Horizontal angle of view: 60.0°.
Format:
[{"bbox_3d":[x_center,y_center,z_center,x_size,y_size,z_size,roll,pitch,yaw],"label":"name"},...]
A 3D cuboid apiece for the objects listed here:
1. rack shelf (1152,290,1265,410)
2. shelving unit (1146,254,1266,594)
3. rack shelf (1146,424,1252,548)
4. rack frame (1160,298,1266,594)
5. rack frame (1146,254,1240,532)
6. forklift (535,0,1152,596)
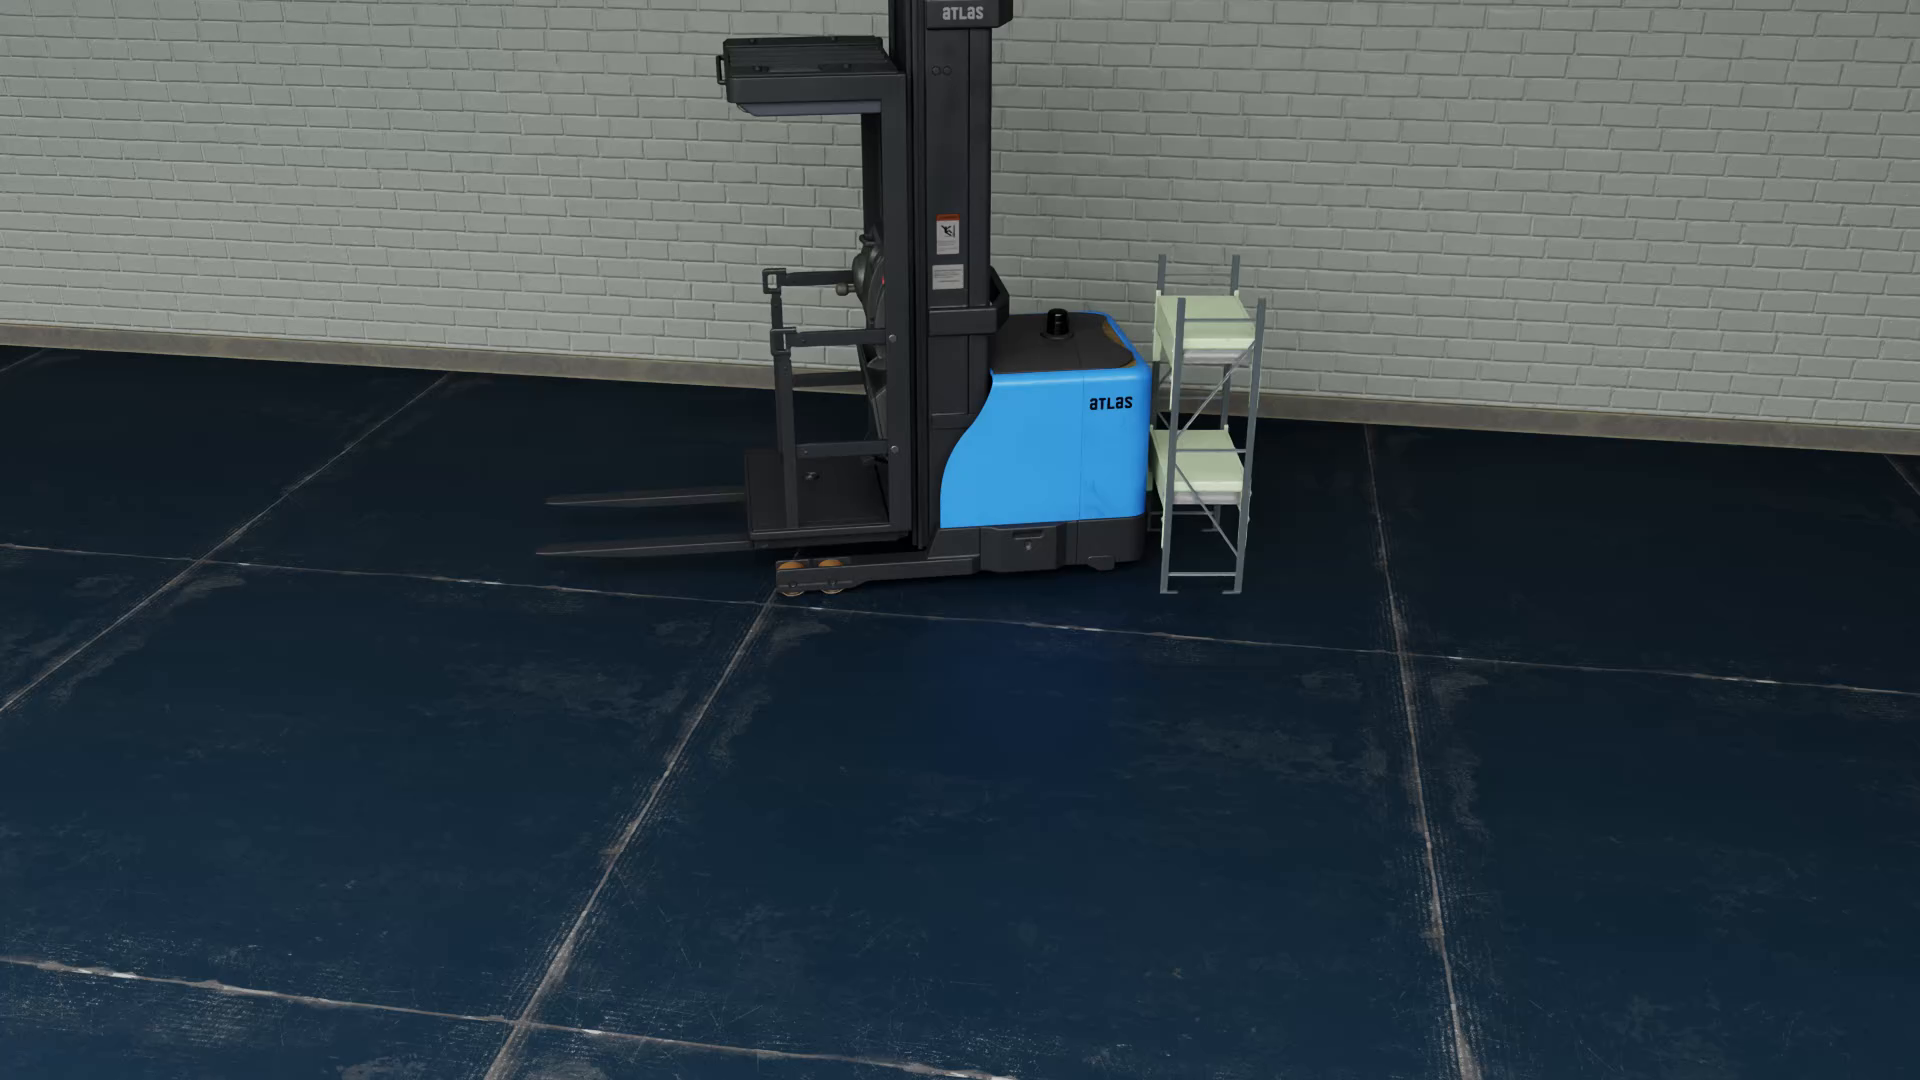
[{"bbox_3d":[1.186,-0.928,8.039,0.431,0.370,0.720,0,25,-1],"label":"rack shelf"},{"bbox_3d":[1.184,-0.574,8.205,0.431,1.500,0.755,0,25,-1],"label":"shelving unit"},{"bbox_3d":[1.183,-0.279,8.343,0.431,0.370,0.720,0,25,-1],"label":"rack shelf"},{"bbox_3d":[1.188,-0.419,7.873,0.400,1.500,0.023,0,25,-1],"label":"rack frame"},{"bbox_3d":[1.181,-0.729,8.536,0.400,1.500,0.023,0,25,-1],"label":"rack frame"},{"bbox_3d":[-0.616,-1.290,8.049,3.031,2.935,1.130,-3,25,-7],"label":"forklift"}]
